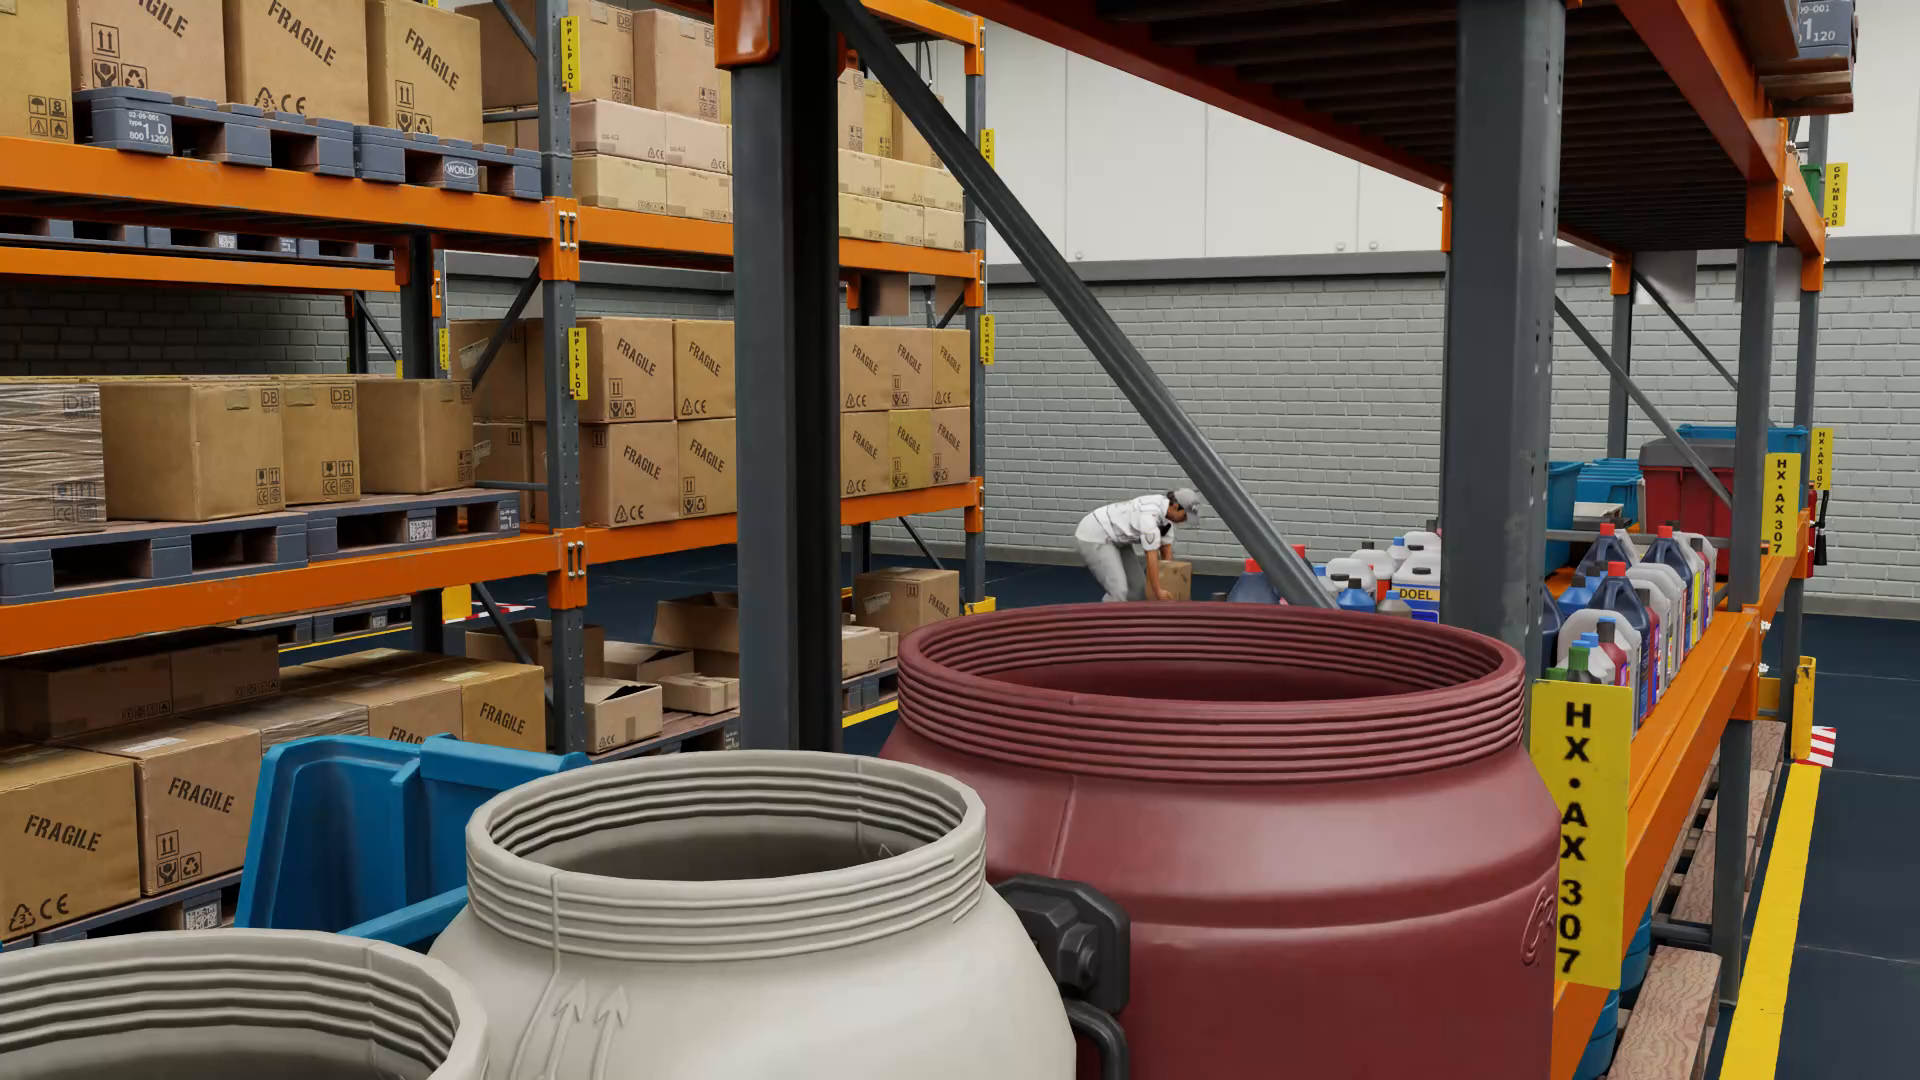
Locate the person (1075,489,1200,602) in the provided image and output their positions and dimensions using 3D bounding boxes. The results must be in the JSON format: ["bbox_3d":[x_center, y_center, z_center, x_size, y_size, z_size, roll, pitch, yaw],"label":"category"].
[{"bbox_3d":[1.289,0.217,12.041,0.910,1.201,0.484,3,7,26],"label":"person"}]
